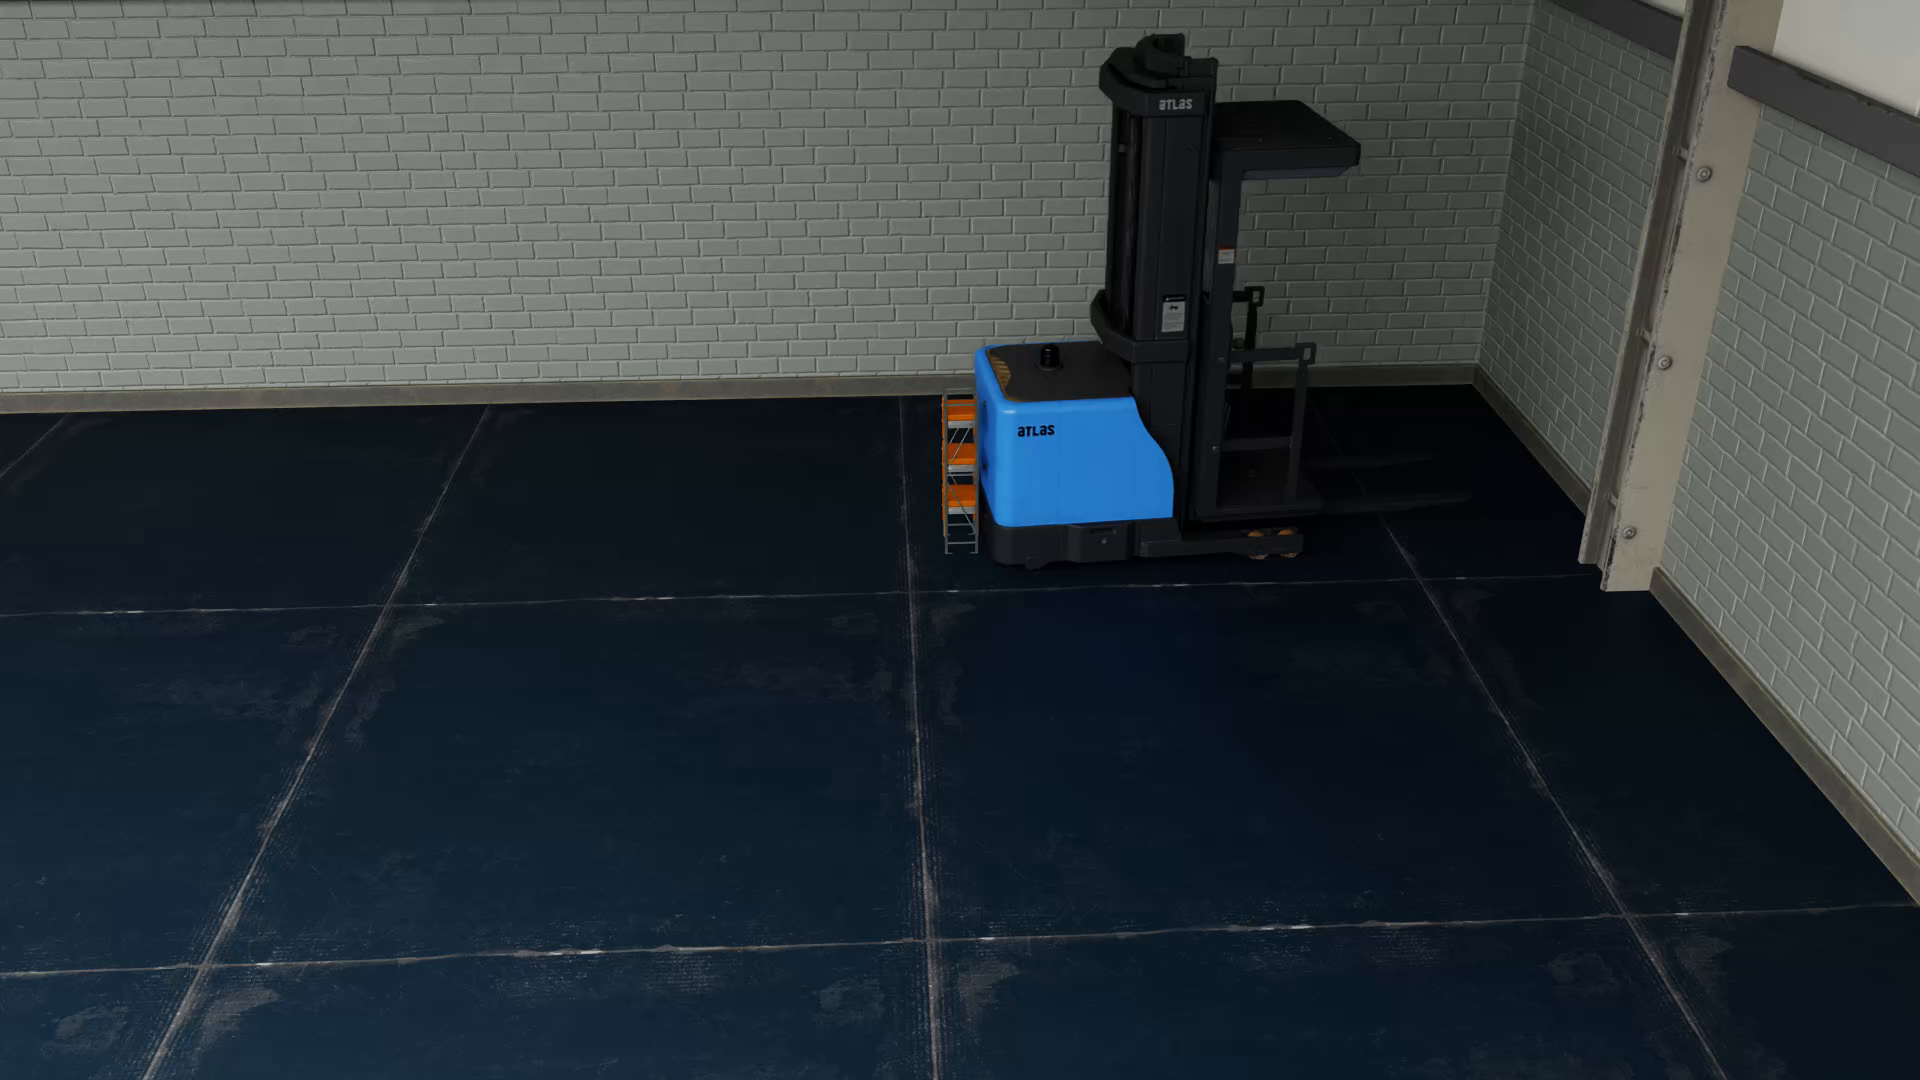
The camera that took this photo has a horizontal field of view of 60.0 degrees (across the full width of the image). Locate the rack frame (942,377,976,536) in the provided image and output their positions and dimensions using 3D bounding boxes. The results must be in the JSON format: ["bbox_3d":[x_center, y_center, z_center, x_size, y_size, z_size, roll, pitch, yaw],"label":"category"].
[{"bbox_3d":[-0.004,-0.497,10.068,0.200,1.050,0.008,-1,28,-3],"label":"rack frame"}]

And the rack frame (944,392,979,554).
[{"bbox_3d":[0.009,-0.384,9.852,0.200,1.050,0.008,-1,28,-3],"label":"rack frame"}]

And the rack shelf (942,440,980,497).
[{"bbox_3d":[0.003,-0.431,9.965,0.215,0.259,0.240,-1,28,-3],"label":"rack shelf"}]

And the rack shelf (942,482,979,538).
[{"bbox_3d":[0.003,-0.185,10.093,0.215,0.259,0.240,-1,28,-3],"label":"rack shelf"}]

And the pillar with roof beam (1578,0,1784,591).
[{"bbox_3d":[-0.412,-3.683,7.580,9.100,9.000,0.400,-1,28,-3],"label":"pillar with roof beam"}]

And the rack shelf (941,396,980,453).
[{"bbox_3d":[0.003,-0.683,9.834,0.215,0.259,0.240,-1,28,-3],"label":"rack shelf"}]

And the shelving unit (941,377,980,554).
[{"bbox_3d":[0.003,-0.441,9.960,0.215,1.050,0.252,-1,28,-3],"label":"shelving unit"}]

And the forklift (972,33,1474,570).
[{"bbox_3d":[1.635,-1.420,9.804,3.031,2.935,1.130,-4,28,-7],"label":"forklift"}]
